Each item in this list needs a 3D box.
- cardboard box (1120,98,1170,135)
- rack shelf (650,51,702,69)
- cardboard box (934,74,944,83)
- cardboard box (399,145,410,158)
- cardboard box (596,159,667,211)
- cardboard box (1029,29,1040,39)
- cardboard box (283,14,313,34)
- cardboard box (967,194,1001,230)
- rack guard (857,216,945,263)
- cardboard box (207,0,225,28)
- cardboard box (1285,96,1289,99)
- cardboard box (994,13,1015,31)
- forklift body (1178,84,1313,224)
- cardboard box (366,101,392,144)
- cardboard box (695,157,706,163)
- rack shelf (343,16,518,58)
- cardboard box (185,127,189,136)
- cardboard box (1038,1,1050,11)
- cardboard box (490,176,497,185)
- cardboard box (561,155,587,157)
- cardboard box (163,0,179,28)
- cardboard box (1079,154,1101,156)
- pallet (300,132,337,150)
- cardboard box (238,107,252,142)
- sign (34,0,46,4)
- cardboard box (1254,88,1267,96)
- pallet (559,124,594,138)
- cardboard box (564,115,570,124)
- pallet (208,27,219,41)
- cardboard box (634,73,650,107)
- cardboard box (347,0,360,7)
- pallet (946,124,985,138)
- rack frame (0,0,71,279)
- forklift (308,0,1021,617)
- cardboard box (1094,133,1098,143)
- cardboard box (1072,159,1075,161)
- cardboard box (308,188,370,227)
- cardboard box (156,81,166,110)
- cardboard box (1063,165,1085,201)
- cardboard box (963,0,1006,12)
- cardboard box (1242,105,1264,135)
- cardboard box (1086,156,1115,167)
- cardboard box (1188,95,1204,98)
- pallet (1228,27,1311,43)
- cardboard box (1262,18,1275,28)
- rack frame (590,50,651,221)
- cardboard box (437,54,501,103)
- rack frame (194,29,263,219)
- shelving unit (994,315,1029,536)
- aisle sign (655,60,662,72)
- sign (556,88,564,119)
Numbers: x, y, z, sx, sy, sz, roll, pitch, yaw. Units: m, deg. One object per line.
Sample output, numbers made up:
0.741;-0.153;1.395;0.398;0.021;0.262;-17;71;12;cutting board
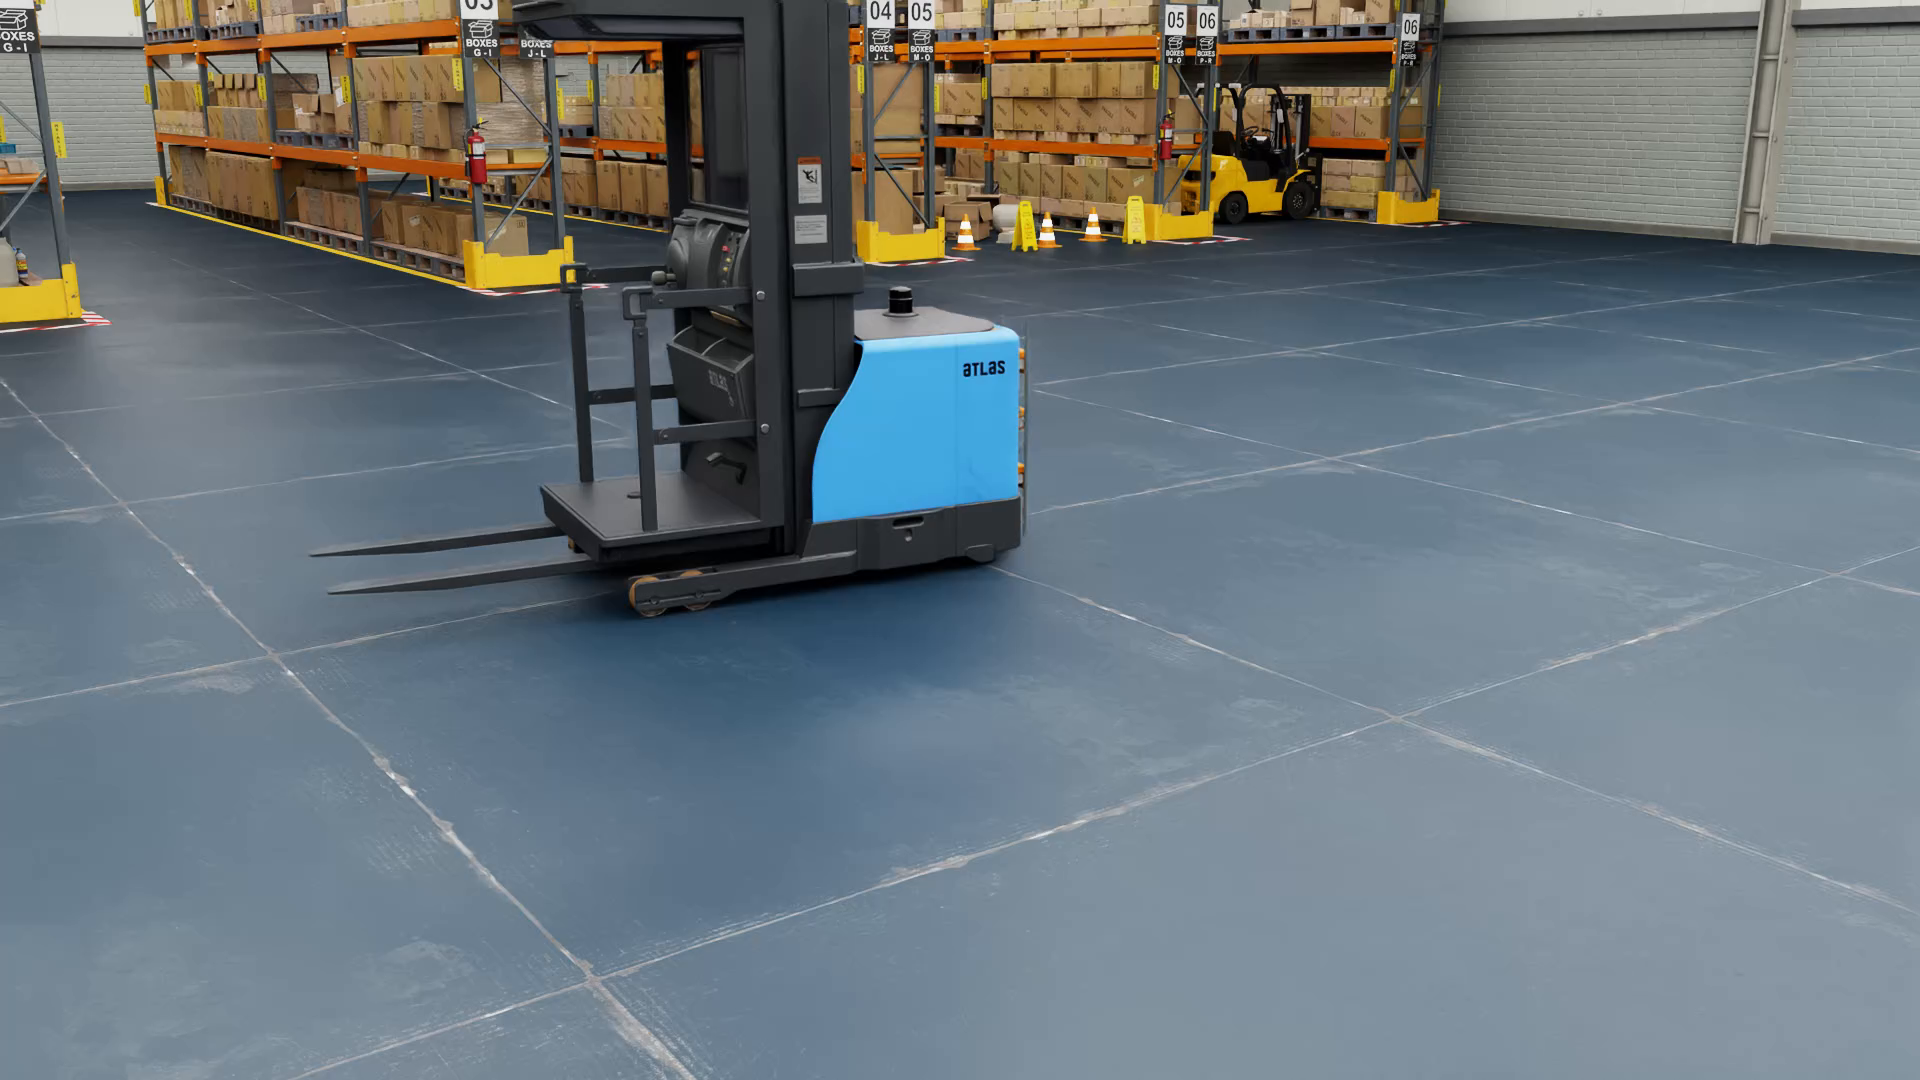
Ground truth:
2.645;-6.076;23.842;0.500;0.500;0.500;-11;19;-36;cardboard box
-5.044;-9.901;34.249;1.077;0.370;4.000;-11;19;-35;rack shelf
-0.215;-7.636;27.518;0.380;0.149;0.250;-12;19;-37;cardboard box
-6.405;-4.595;19.660;0.380;0.149;0.250;-11;19;-35;cardboard box
-5.176;-5.703;26.698;1.050;0.750;0.750;-11;19;-35;cardboard box
1.279;-7.727;25.418;0.380;0.149;0.250;-10;18;-33;cardboard box
-8.850;-6.998;22.565;0.500;0.250;0.500;-10;18;-33;cardboard box
0.365;-5.021;25.470;0.500;0.500;0.500;1;15;4;cardboard box
-0.743;-3.811;21.053;1.175;0.500;0.348;-11;19;-35;rack guard
-11.535;-8.411;26.458;0.700;0.500;0.500;-10;18;-33;cardboard box
5.552;-7.411;28.054;0.380;0.149;0.250;-12;19;-36;cardboard box
0.873;-8.047;25.834;0.500;0.250;0.500;-11;19;-36;cardboard box
4.610;-6.295;27.002;2.313;2.155;1.214;-11;19;-35;forklift body
-6.700;-5.101;20.279;0.875;0.500;0.500;-11;19;-35;cardboard box
-5.206;-7.875;35.226;0.875;0.438;0.875;-10;18;-33;cardboard box
-6.005;-5.800;19.267;1.077;0.370;4.000;-11;19;-35;rack shelf
-12.934;-6.949;28.257;0.380;0.149;0.250;-10;18;-34;cardboard box
1.401;-8.044;25.067;0.380;0.149;0.250;-12;19;-36;cardboard box
-8.424;-6.629;30.655;0.380;0.149;0.250;-12;19;-37;cardboard box
-6.667;-6.411;28.337;0.500;0.250;0.500;-10;18;-33;cardboard box
-13.310;-9.091;28.754;0.700;0.500;0.500;-12;20;-38;cardboard box
2.852;-7.213;32.450;0.875;0.625;0.625;-10;18;-33;cardboard box
-8.335;-5.473;22.753;1.003;0.211;1.213;-11;19;-35;pallet
-10.619;-6.314;25.276;0.500;0.500;0.500;-12;19;-36;cardboard box
-8.387;-5.040;15.110;0.100;0.325;0.005;-11;19;-35;sign
5.248;-7.662;28.405;0.380;0.149;0.250;-10;18;-33;cardboard box
-5.966;-6.773;27.504;1.213;0.211;1.003;-11;19;-35;pallet
-6.267;-6.899;27.279;0.380;0.149;0.250;-11;19;-35;cardboard box
-11.305;-8.002;26.311;0.805;0.209;1.217;-12;19;-37;pallet
-4.603;-6.946;25.689;0.700;0.500;0.500;-11;19;-35;cardboard box
-7.239;-6.577;20.271;0.380;0.149;0.250;-12;19;-36;cardboard box
0.504;-6.759;27.452;1.003;0.211;1.213;-11;19;-35;pallet
-8.835;-3.505;15.198;1.000;3.000;0.127;-11;19;-35;rack frame
-1.268;-1.253;7.104;3.031;2.935;1.130;-8;17;-26;forklift
2.210;-5.959;24.641;0.380;0.149;0.250;-11;19;-34;cardboard box
2.074;-7.345;33.169;0.500;0.500;0.500;-10;18;-33;cardboard box
-8.786;-4.732;23.584;0.700;0.500;0.500;-13;20;-39;cardboard box
-13.878;-7.872;29.454;0.500;0.500;0.500;-11;19;-36;cardboard box
1.905;-5.400;25.116;0.500;0.500;0.500;-11;19;-36;cardboard box
0.392;-8.588;26.630;0.500;0.250;0.500;-10;18;-33;cardboard box
5.218;-7.241;28.662;0.500;0.500;0.500;-10;18;-34;cardboard box
2.090;-5.615;24.674;0.380;0.149;0.250;-10;18;-34;cardboard box
4.301;-7.889;29.799;0.380;0.149;0.250;-11;19;-35;cardboard box
5.371;-8.663;28.531;1.003;0.211;1.213;-11;19;-35;pallet
5.318;-8.706;28.013;0.380;0.149;0.250;-10;18;-33;cardboard box
-5.461;-6.730;26.983;1.000;3.000;0.127;-11;19;-35;rack frame
-5.352;-5.026;18.112;0.500;0.500;0.500;-11;19;-35;cardboard box
-11.884;-6.836;27.370;1.000;3.000;0.127;-11;19;-35;rack frame
0.181;-0.546;8.083;0.215;1.050;0.252;-8;17;-27;shelving unit
-6.497;-10.452;35.659;0.394;0.787;0.004;-11;19;-35;aisle sign
-4.390;-4.775;18.201;0.100;0.325;0.005;-11;19;-35;sign
